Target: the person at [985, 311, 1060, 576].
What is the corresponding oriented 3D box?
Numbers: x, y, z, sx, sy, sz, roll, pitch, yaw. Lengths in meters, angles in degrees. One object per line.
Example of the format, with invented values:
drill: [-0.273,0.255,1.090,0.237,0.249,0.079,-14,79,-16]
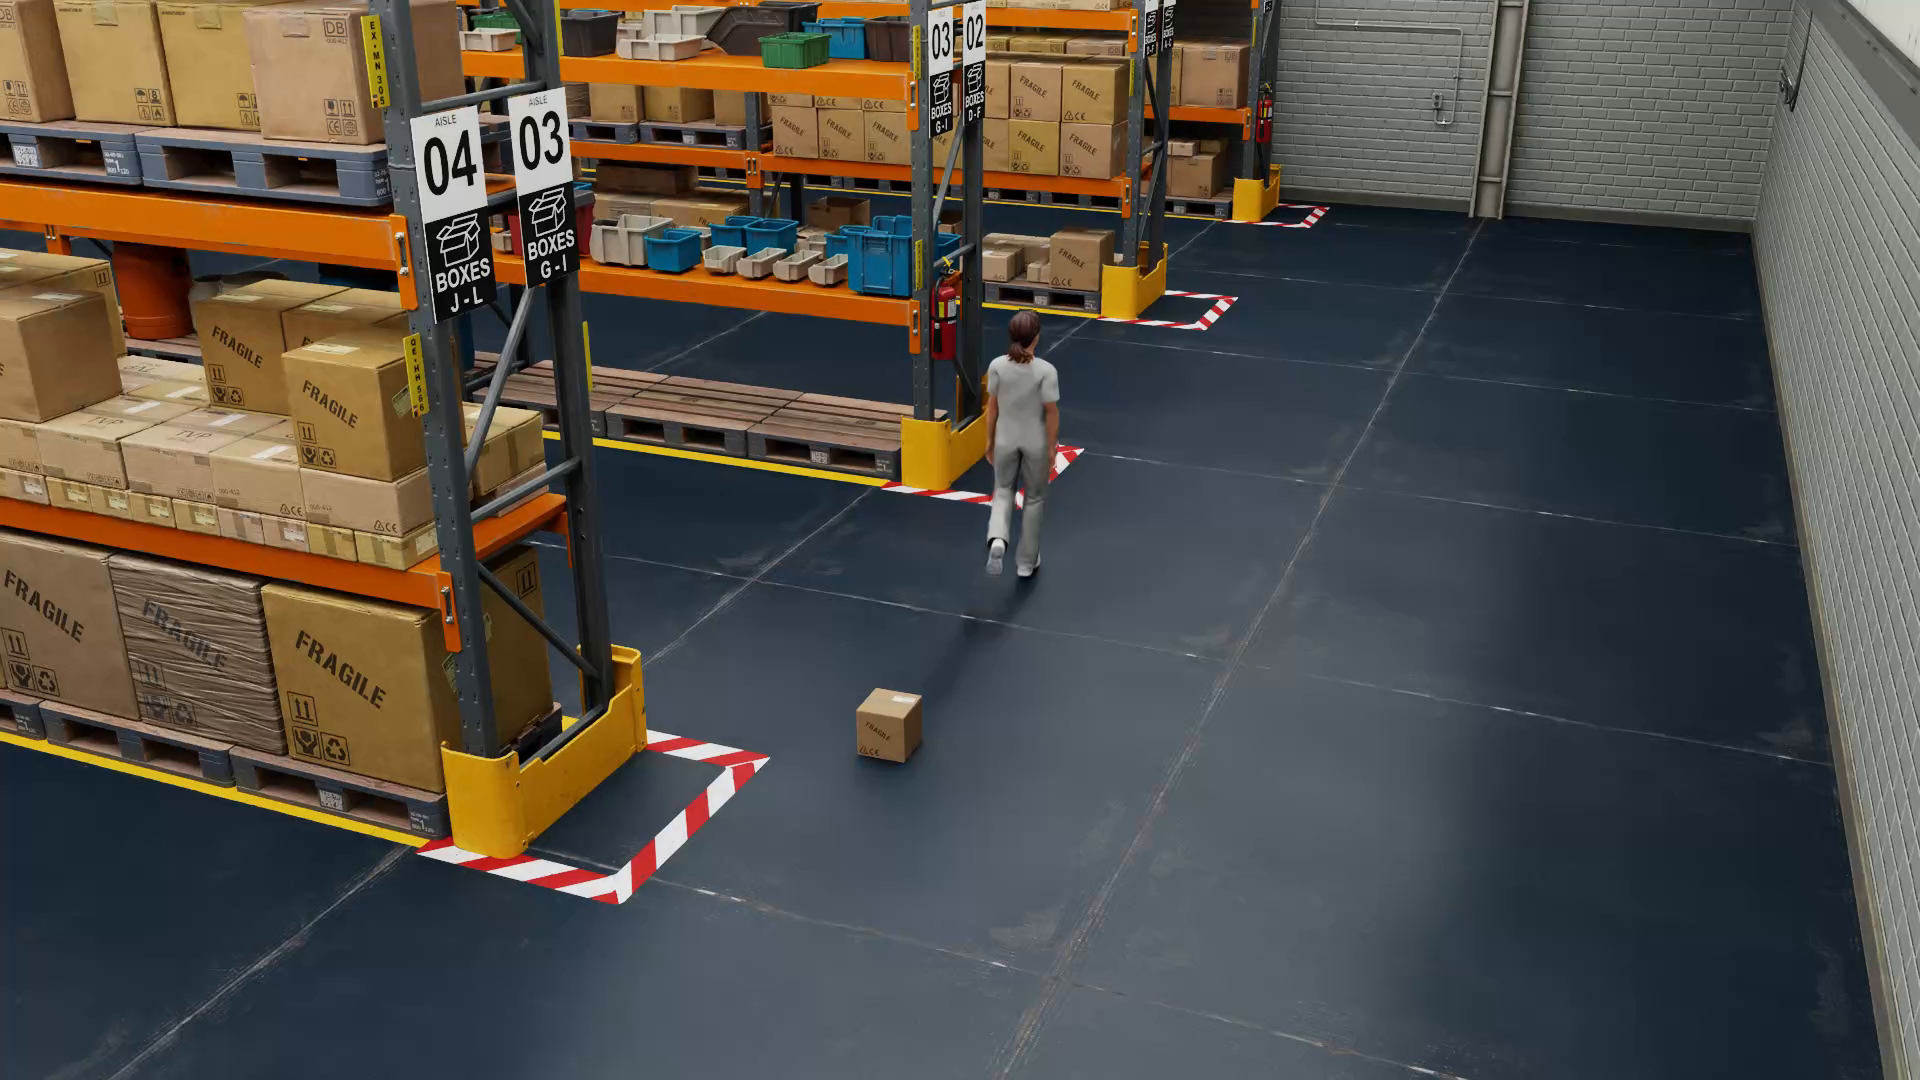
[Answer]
person: [0.364,-0.549,9.858,0.459,1.660,0.559,6,23,15]
